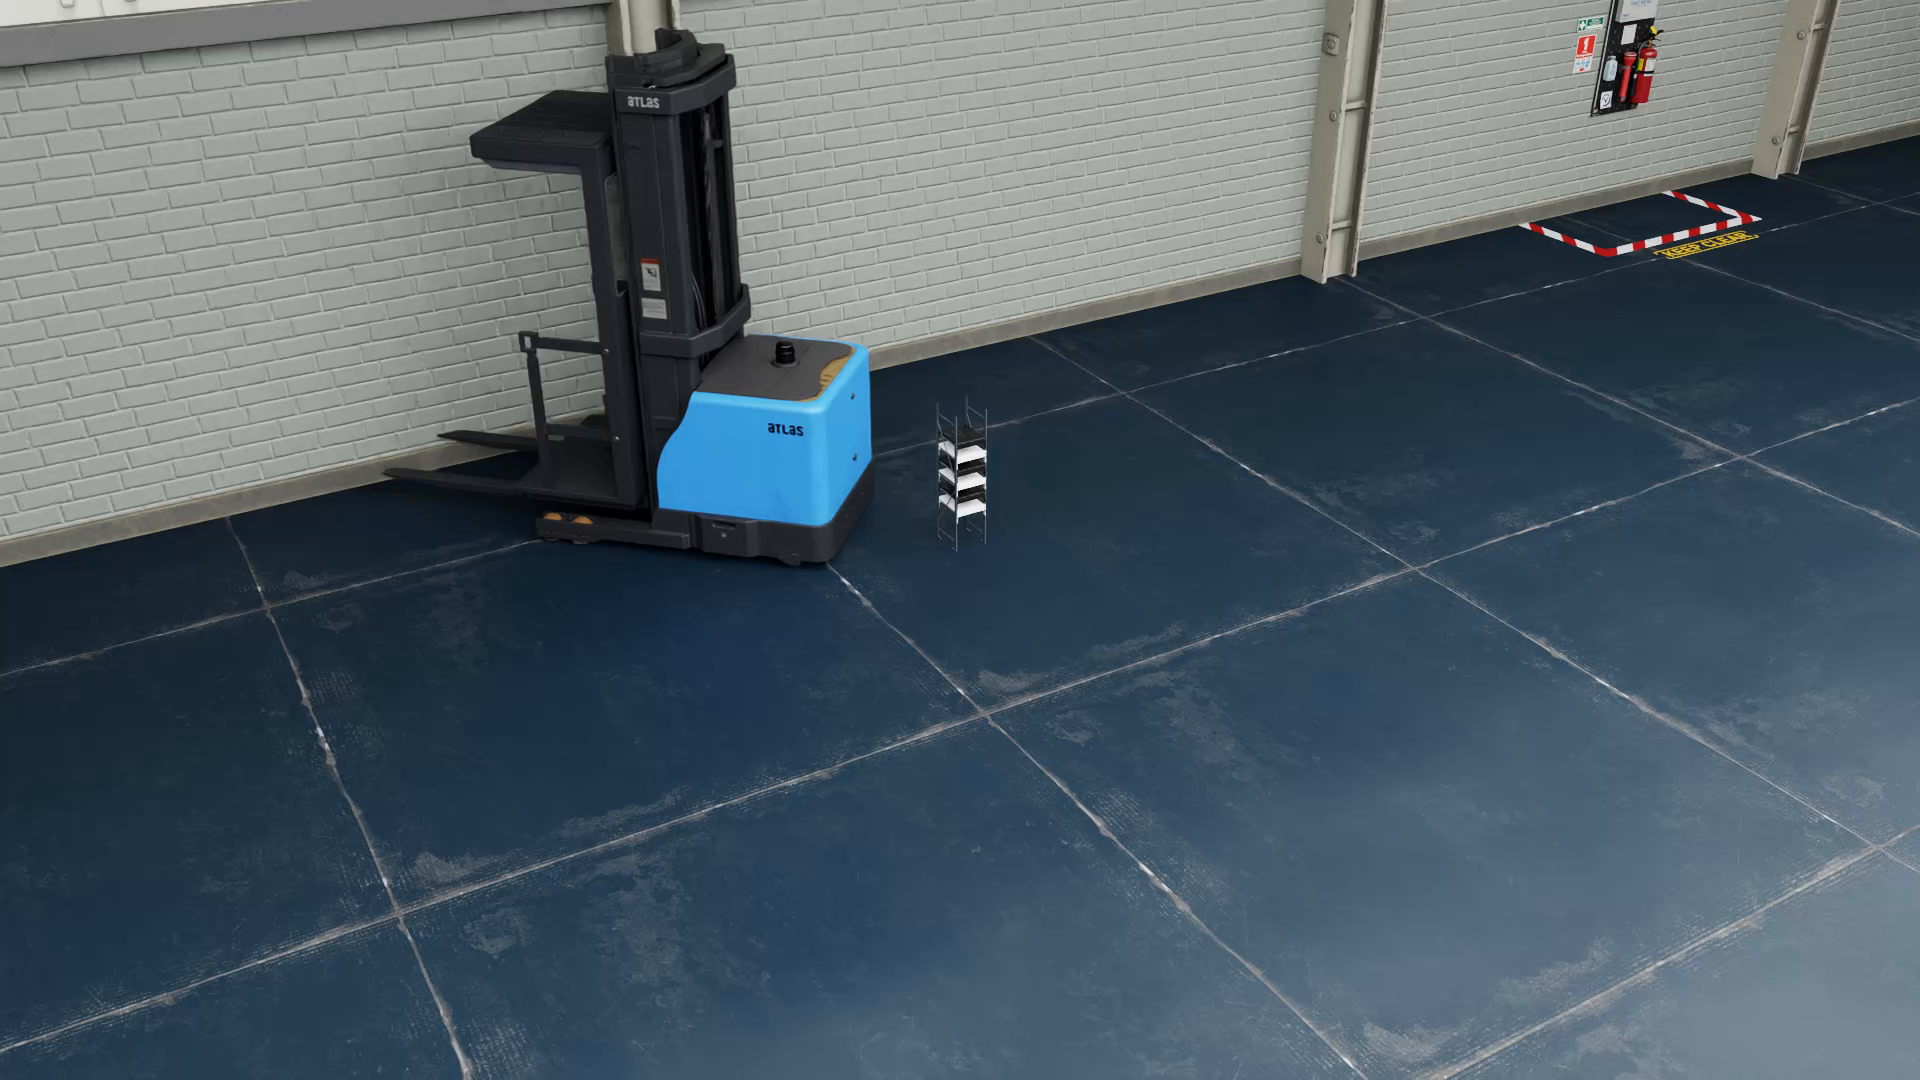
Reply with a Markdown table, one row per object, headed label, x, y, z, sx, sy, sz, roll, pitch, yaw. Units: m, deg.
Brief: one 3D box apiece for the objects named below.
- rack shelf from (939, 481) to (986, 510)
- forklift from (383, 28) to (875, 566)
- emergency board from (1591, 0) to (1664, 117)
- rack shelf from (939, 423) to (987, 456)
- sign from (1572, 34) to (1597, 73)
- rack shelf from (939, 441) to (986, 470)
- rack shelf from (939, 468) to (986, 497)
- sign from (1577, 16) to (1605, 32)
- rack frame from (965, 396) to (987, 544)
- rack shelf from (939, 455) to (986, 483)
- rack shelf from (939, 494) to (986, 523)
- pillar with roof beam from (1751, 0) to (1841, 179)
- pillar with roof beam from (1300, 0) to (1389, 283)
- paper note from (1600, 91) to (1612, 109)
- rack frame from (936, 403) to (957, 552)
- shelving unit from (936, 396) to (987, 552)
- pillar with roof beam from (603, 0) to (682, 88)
| label | x | y | z | sx | sy | sz | roll | pitch | yaw |
| --- | --- | --- | --- | --- | --- | --- | --- | --- | --- |
| rack shelf | 0.007 | -0.288 | 10.096 | 0.200 | 0.077 | 0.258 | -16 | 33 | -26 |
| forklift | -2.119 | -1.496 | 9.927 | 3.031 | 2.935 | 1.130 | 7 | 30 | 12 |
| emergency board | 6.208 | -4.499 | 15.298 | 0.643 | 1.169 | 0.194 | -16 | 33 | -26 |
| rack shelf | 0.007 | -0.603 | 9.922 | 0.200 | 0.077 | 0.258 | -16 | 33 | -26 |
| sign | 5.679 | -4.422 | 15.122 | 0.234 | 0.329 | 0.001 | -16 | 33 | -26 |
| rack shelf | 0.007 | -0.524 | 9.965 | 0.200 | 0.077 | 0.258 | -16 | 33 | -26 |
| rack shelf | 0.007 | -0.367 | 10.052 | 0.200 | 0.077 | 0.258 | -16 | 33 | -26 |
| sign | 5.688 | -4.652 | 14.989 | 0.331 | 0.109 | 0.001 | -16 | 33 | -26 |
| rack frame | 0.095 | -0.421 | 10.081 | 0.006 | 0.900 | 0.240 | -16 | 33 | -26 |
| rack shelf | 0.007 | -0.446 | 10.009 | 0.200 | 0.077 | 0.258 | -16 | 33 | -26 |
| rack shelf | 0.007 | -0.209 | 10.139 | 0.200 | 0.077 | 0.258 | -16 | 33 | -26 |
| pillar with roof beam | 10.539 | -5.921 | 11.666 | 0.400 | 9.000 | 9.100 | -16 | 33 | -26 |
| pillar with roof beam | 5.366 | -4.452 | 9.005 | 0.400 | 9.000 | 9.100 | -16 | 33 | -26 |
| paper note | 6.021 | -4.099 | 15.484 | 0.142 | 0.148 | 0.016 | -16 | 33 | -26 |
| rack frame | -0.081 | -0.371 | 9.991 | 0.006 | 0.900 | 0.240 | -16 | 33 | -26 |
| shelving unit | 0.007 | -0.396 | 10.036 | 0.210 | 0.900 | 0.258 | -16 | 33 | -26 |
| pillar with roof beam | 0.193 | -2.984 | 6.343 | 0.400 | 9.000 | 9.100 | -16 | 33 | -26 |
